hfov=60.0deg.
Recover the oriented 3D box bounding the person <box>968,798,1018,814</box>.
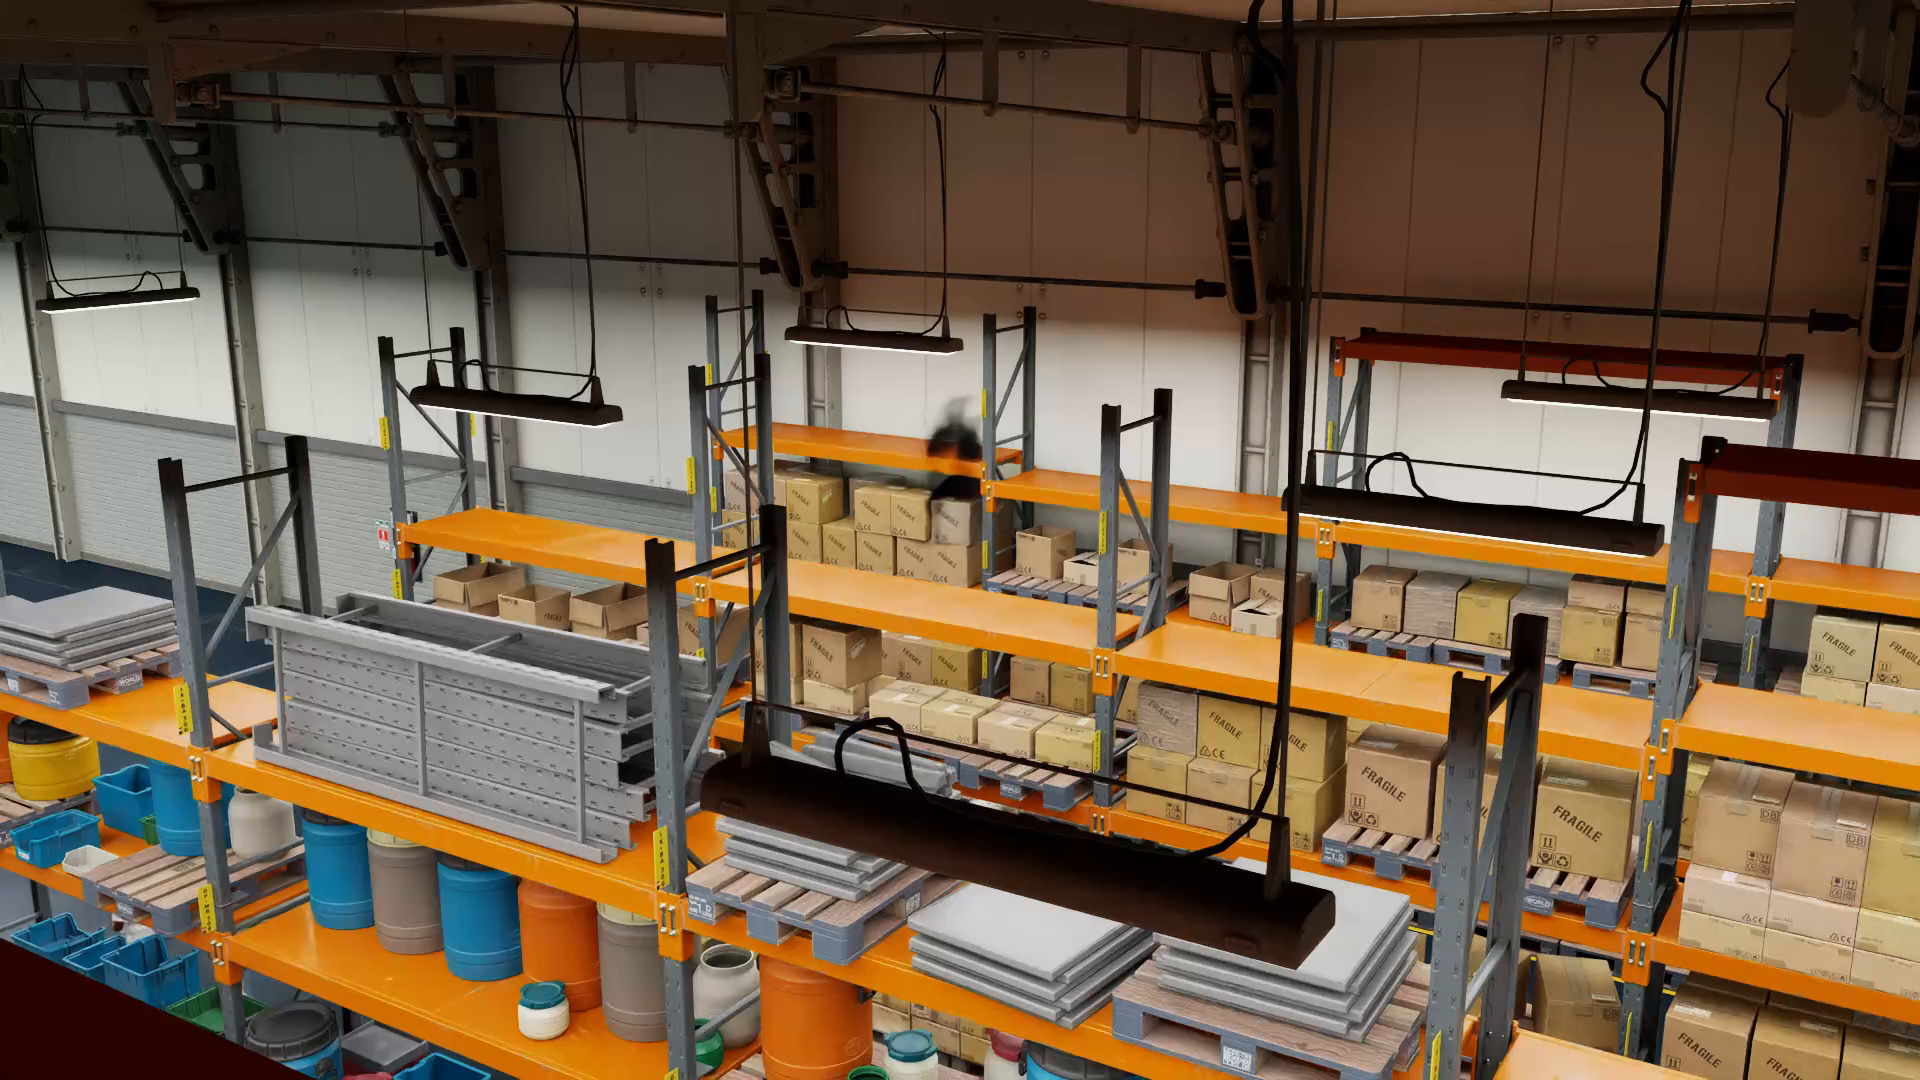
[{"bbox_3d":[0.263,3.026,16.233,0.835,1.736,0.716,8,16,31],"label":"person"}]

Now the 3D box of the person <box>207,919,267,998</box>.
[{"bbox_3d":[-6.439,3.748,14.894,0.609,1.572,0.551,10,17,36],"label":"person"}]

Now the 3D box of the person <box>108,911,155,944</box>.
[{"bbox_3d":[-7.426,3.594,15.119,0.692,1.769,0.688,0,14,1],"label":"person"}]
